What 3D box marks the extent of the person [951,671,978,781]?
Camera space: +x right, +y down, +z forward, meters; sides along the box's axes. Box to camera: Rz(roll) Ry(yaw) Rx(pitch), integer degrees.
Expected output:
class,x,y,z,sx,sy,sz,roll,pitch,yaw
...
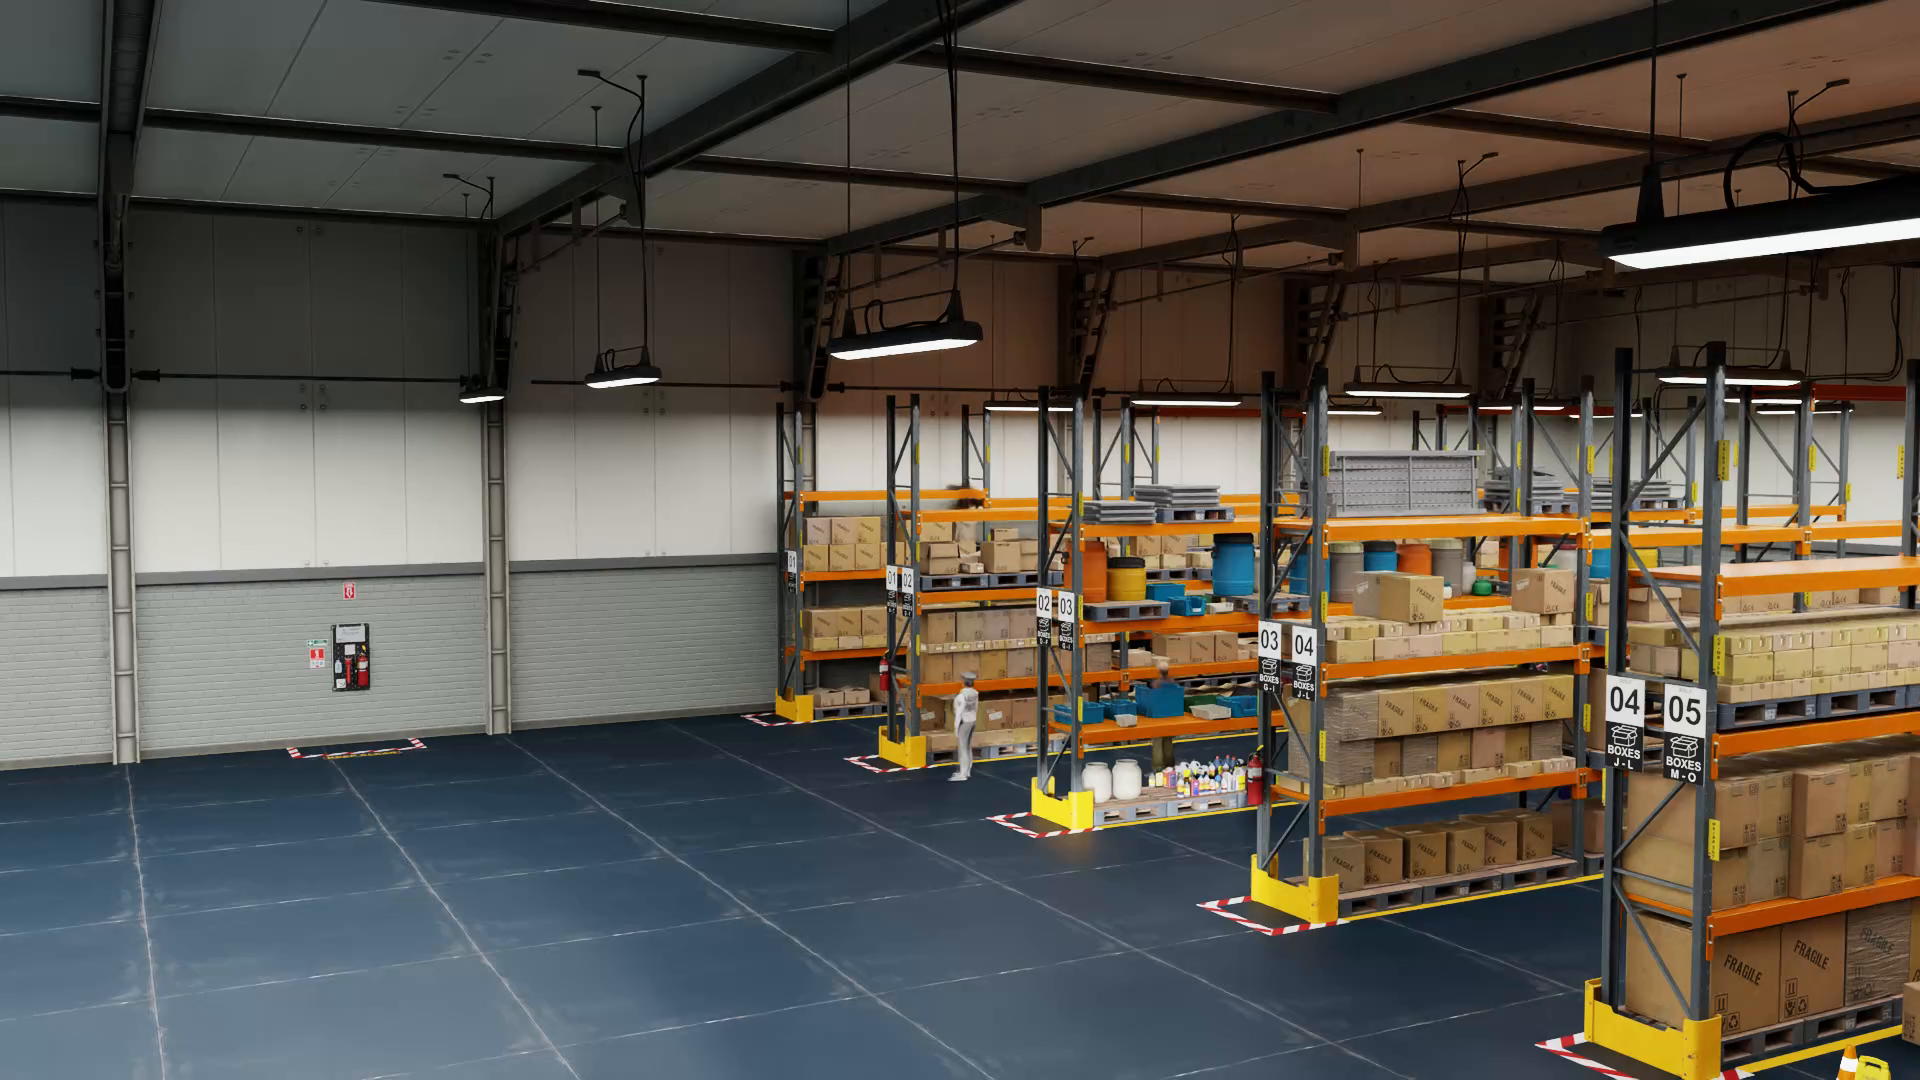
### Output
class,x,y,z,sx,sy,sz,roll,pitch,yaw
person,0.055,2.869,25.756,0.450,1.675,0.543,1,3,19

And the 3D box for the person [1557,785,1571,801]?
class,x,y,z,sx,sy,sz,roll,pitch,yaw
person,8.425,3.079,23.049,0.579,1.663,0.501,0,3,-5

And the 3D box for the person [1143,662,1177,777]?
class,x,y,z,sx,sy,sz,roll,pitch,yaw
person,3.153,2.814,26.121,0.419,1.820,0.598,2,4,27
